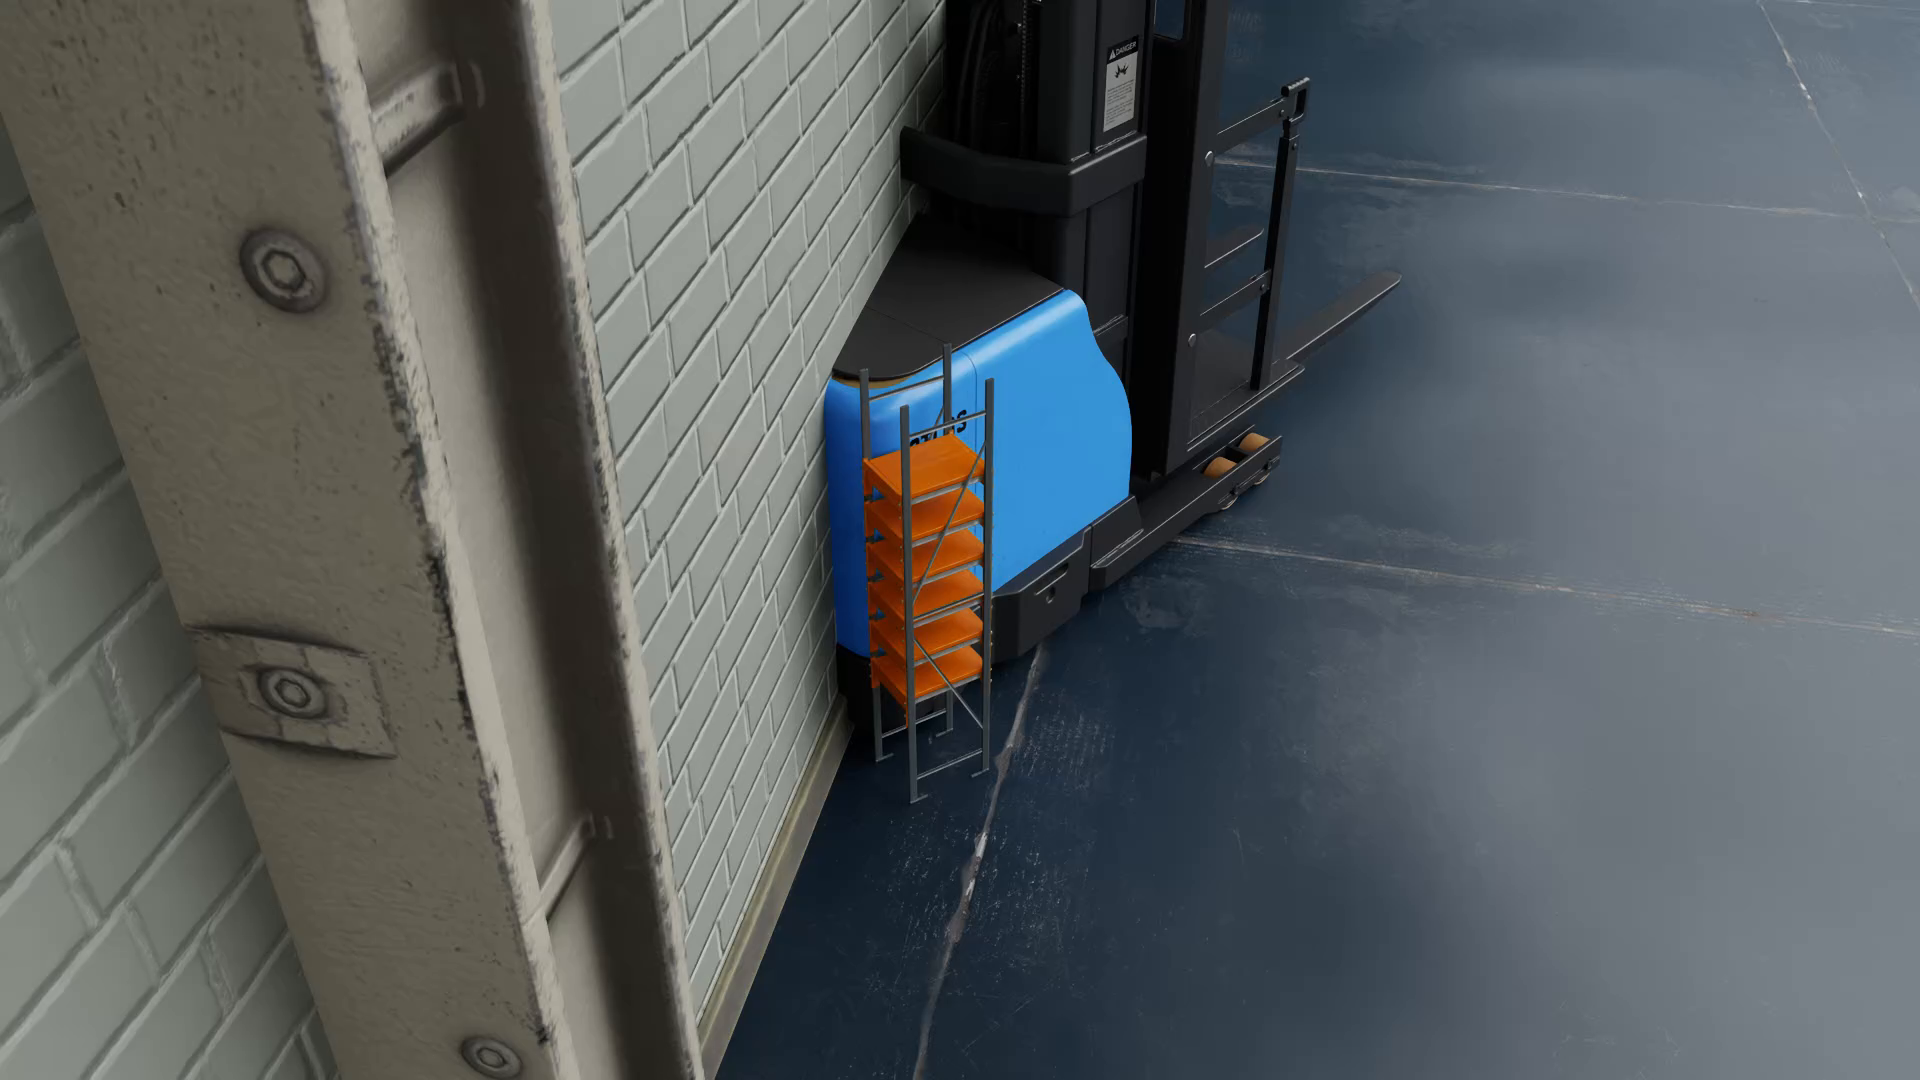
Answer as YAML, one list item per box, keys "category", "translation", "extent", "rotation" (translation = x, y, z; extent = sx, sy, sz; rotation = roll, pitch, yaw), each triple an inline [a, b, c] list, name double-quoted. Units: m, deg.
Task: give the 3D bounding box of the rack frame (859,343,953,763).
- category: "rack frame"
  translation: [-0.123, 0.070, 4.131]
  extent: [0.240, 1.200, 0.006]
  rotation: [-20, 40, -25]

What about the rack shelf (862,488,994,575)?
- category: "rack shelf"
  translation: [-0.075, -0.043, 3.953]
  extent: [0.258, 0.103, 0.180]
  rotation: [-20, 40, -25]

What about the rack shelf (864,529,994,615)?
- category: "rack shelf"
  translation: [-0.075, 0.054, 4.024]
  extent: [0.258, 0.103, 0.180]
  rotation: [-20, 40, -25]

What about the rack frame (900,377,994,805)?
- category: "rack frame"
  translation: [-0.027, 0.161, 4.005]
  extent: [0.240, 1.200, 0.006]
  rotation: [-20, 40, -25]

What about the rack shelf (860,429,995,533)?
- category: "rack shelf"
  translation: [-0.075, -0.140, 3.883]
  extent: [0.258, 0.103, 0.180]
  rotation: [-20, 40, -25]

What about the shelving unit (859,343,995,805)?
- category: "shelving unit"
  translation: [-0.075, 0.116, 4.068]
  extent: [0.258, 1.200, 0.189]
  rotation: [-20, 40, -25]

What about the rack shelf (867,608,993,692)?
- category: "rack shelf"
  translation: [-0.075, 0.249, 4.165]
  extent: [0.258, 0.103, 0.180]
  rotation: [-20, 40, -25]

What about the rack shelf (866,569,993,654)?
- category: "rack shelf"
  translation: [-0.075, 0.152, 4.094]
  extent: [0.258, 0.103, 0.180]
  rotation: [-20, 40, -25]

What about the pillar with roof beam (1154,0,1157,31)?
- category: "pillar with roof beam"
  translation: [4.897, -4.903, 4.346]
  extent: [9.100, 9.000, 0.400]
  rotation: [7, 37, 10]

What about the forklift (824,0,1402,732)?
- category: "forklift"
  translation: [0.411, -1.461, 4.769]
  extent: [1.130, 2.935, 3.031]
  rotation: [27, 44, 32]

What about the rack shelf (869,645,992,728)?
- category: "rack shelf"
  translation: [-0.075, 0.346, 4.235]
  extent: [0.258, 0.103, 0.180]
  rotation: [-20, 40, -25]
